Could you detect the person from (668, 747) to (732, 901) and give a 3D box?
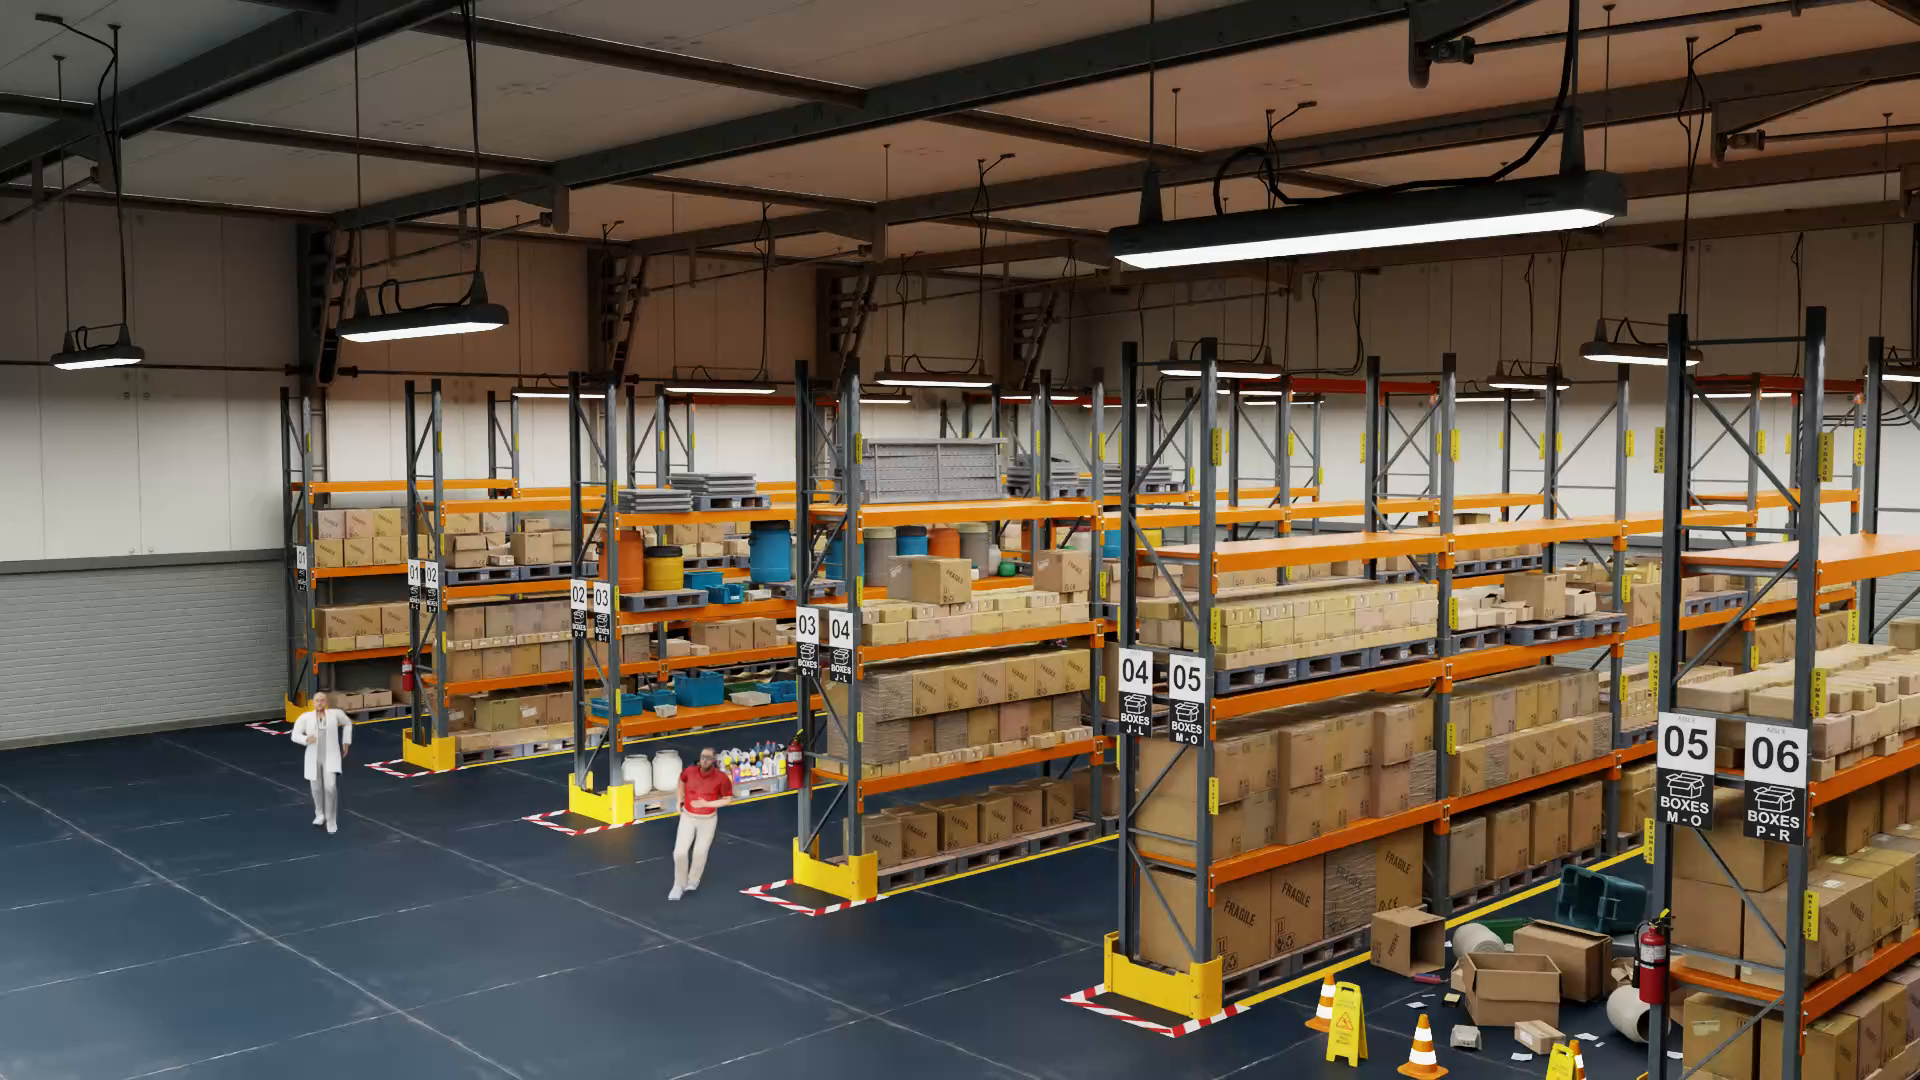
[{"bbox_3d":[-2.880,3.150,18.506,0.723,1.743,0.690,0,4,2],"label":"person"}]

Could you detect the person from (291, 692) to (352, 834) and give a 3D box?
[{"bbox_3d":[-8.318,2.898,21.666,0.703,1.856,0.840,-1,4,-15],"label":"person"}]
